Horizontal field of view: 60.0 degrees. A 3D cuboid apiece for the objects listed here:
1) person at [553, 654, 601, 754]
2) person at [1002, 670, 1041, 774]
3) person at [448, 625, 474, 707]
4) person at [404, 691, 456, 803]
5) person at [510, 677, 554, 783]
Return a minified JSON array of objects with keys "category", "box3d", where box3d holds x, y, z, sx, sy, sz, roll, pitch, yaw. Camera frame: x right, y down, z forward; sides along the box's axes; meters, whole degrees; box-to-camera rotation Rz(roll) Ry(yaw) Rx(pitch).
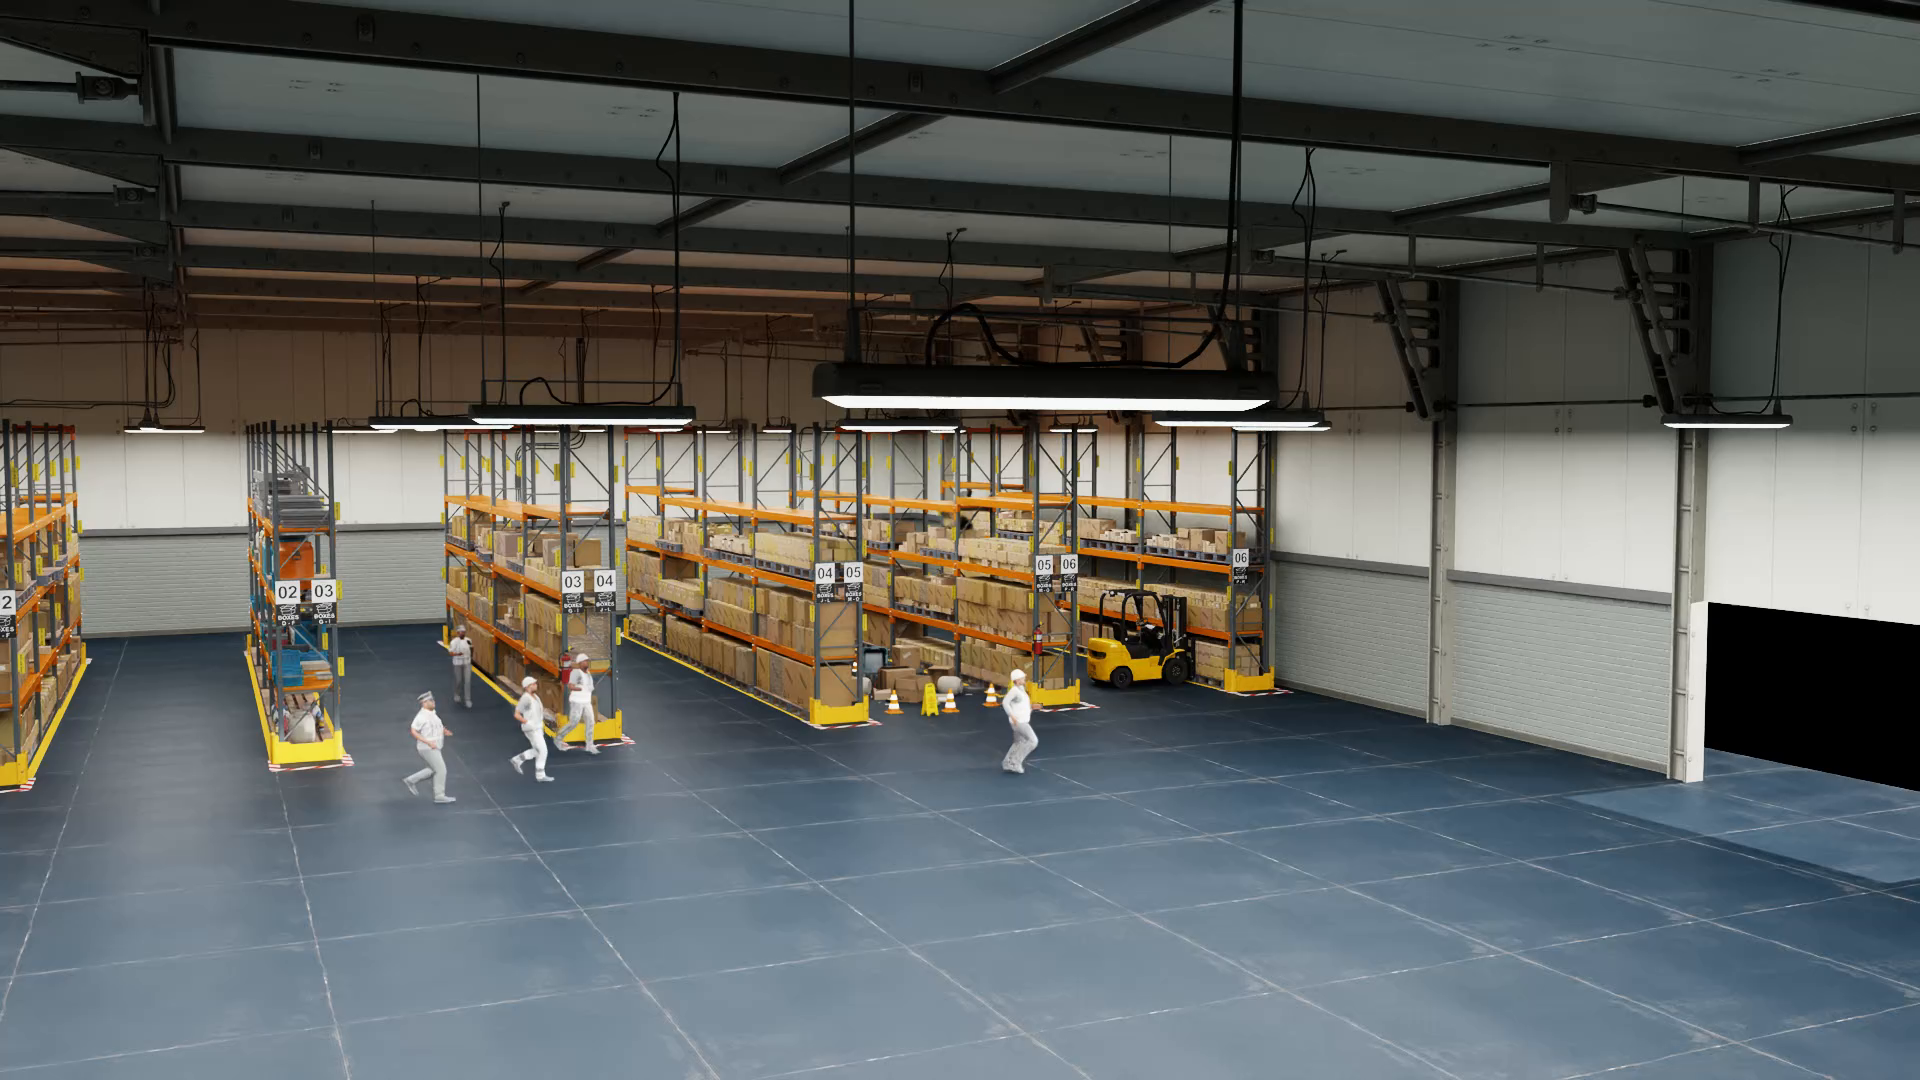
[{"category":"person","box3d":[-6.866,2.949,30.015,0.908,1.795,0.688,1,4,18]},{"category":"person","box3d":[1.042,3.077,28.189,0.683,1.756,0.632,0,4,8]},{"category":"person","box3d":[-10.553,2.646,35.255,0.581,1.699,0.876,-2,4,-30]},{"category":"person","box3d":[-8.297,3.224,25.935,0.830,1.747,0.675,0,4,-2]},{"category":"person","box3d":[-7.100,3.130,27.486,0.786,1.750,0.663,0,4,7]}]
